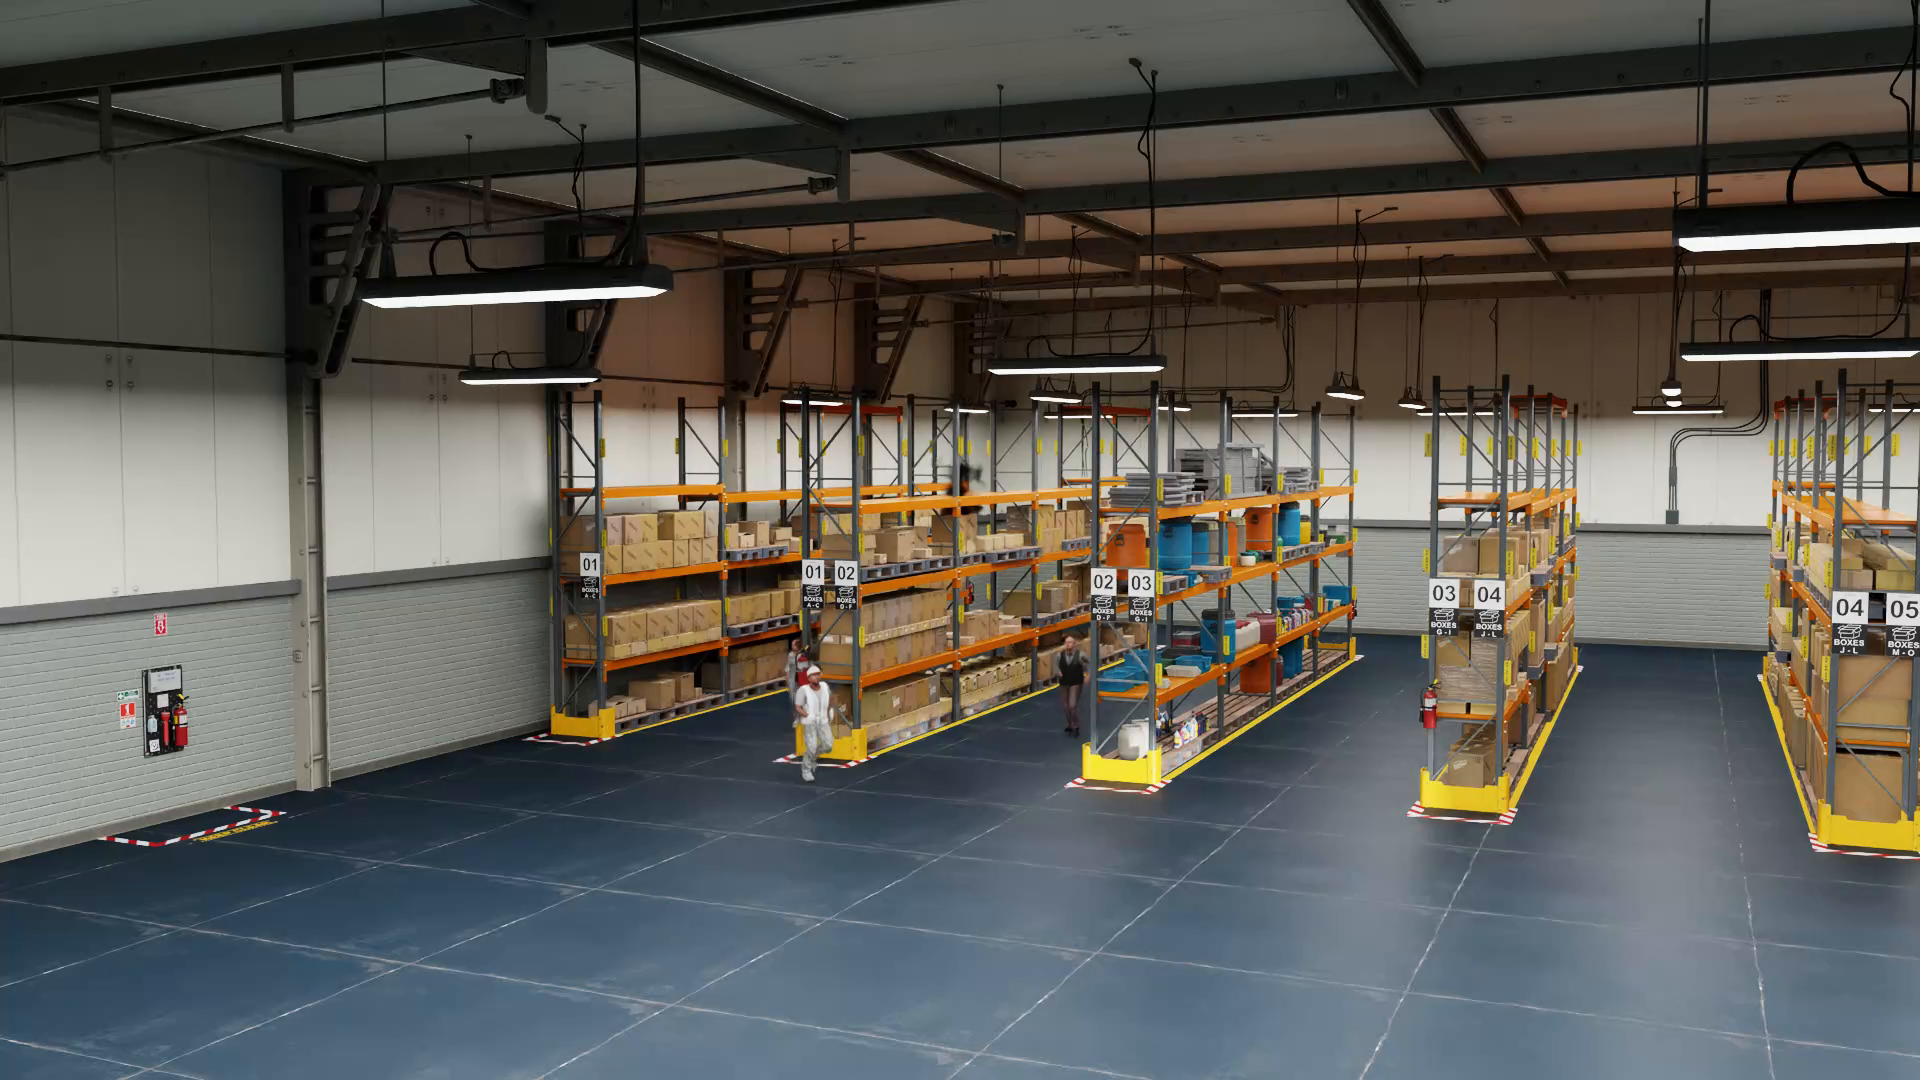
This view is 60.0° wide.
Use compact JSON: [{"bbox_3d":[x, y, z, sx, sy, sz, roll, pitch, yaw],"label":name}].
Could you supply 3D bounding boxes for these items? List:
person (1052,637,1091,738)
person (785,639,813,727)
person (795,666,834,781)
[{"bbox_3d":[1.928,2.566,28.859,0.671,1.783,0.733,1,3,20],"label":"person"},{"bbox_3d":[-2.908,2.569,30.027,0.536,1.568,0.506,1,3,18],"label":"person"},{"bbox_3d":[-2.140,2.754,24.947,0.713,1.732,0.652,-2,4,-34],"label":"person"}]
